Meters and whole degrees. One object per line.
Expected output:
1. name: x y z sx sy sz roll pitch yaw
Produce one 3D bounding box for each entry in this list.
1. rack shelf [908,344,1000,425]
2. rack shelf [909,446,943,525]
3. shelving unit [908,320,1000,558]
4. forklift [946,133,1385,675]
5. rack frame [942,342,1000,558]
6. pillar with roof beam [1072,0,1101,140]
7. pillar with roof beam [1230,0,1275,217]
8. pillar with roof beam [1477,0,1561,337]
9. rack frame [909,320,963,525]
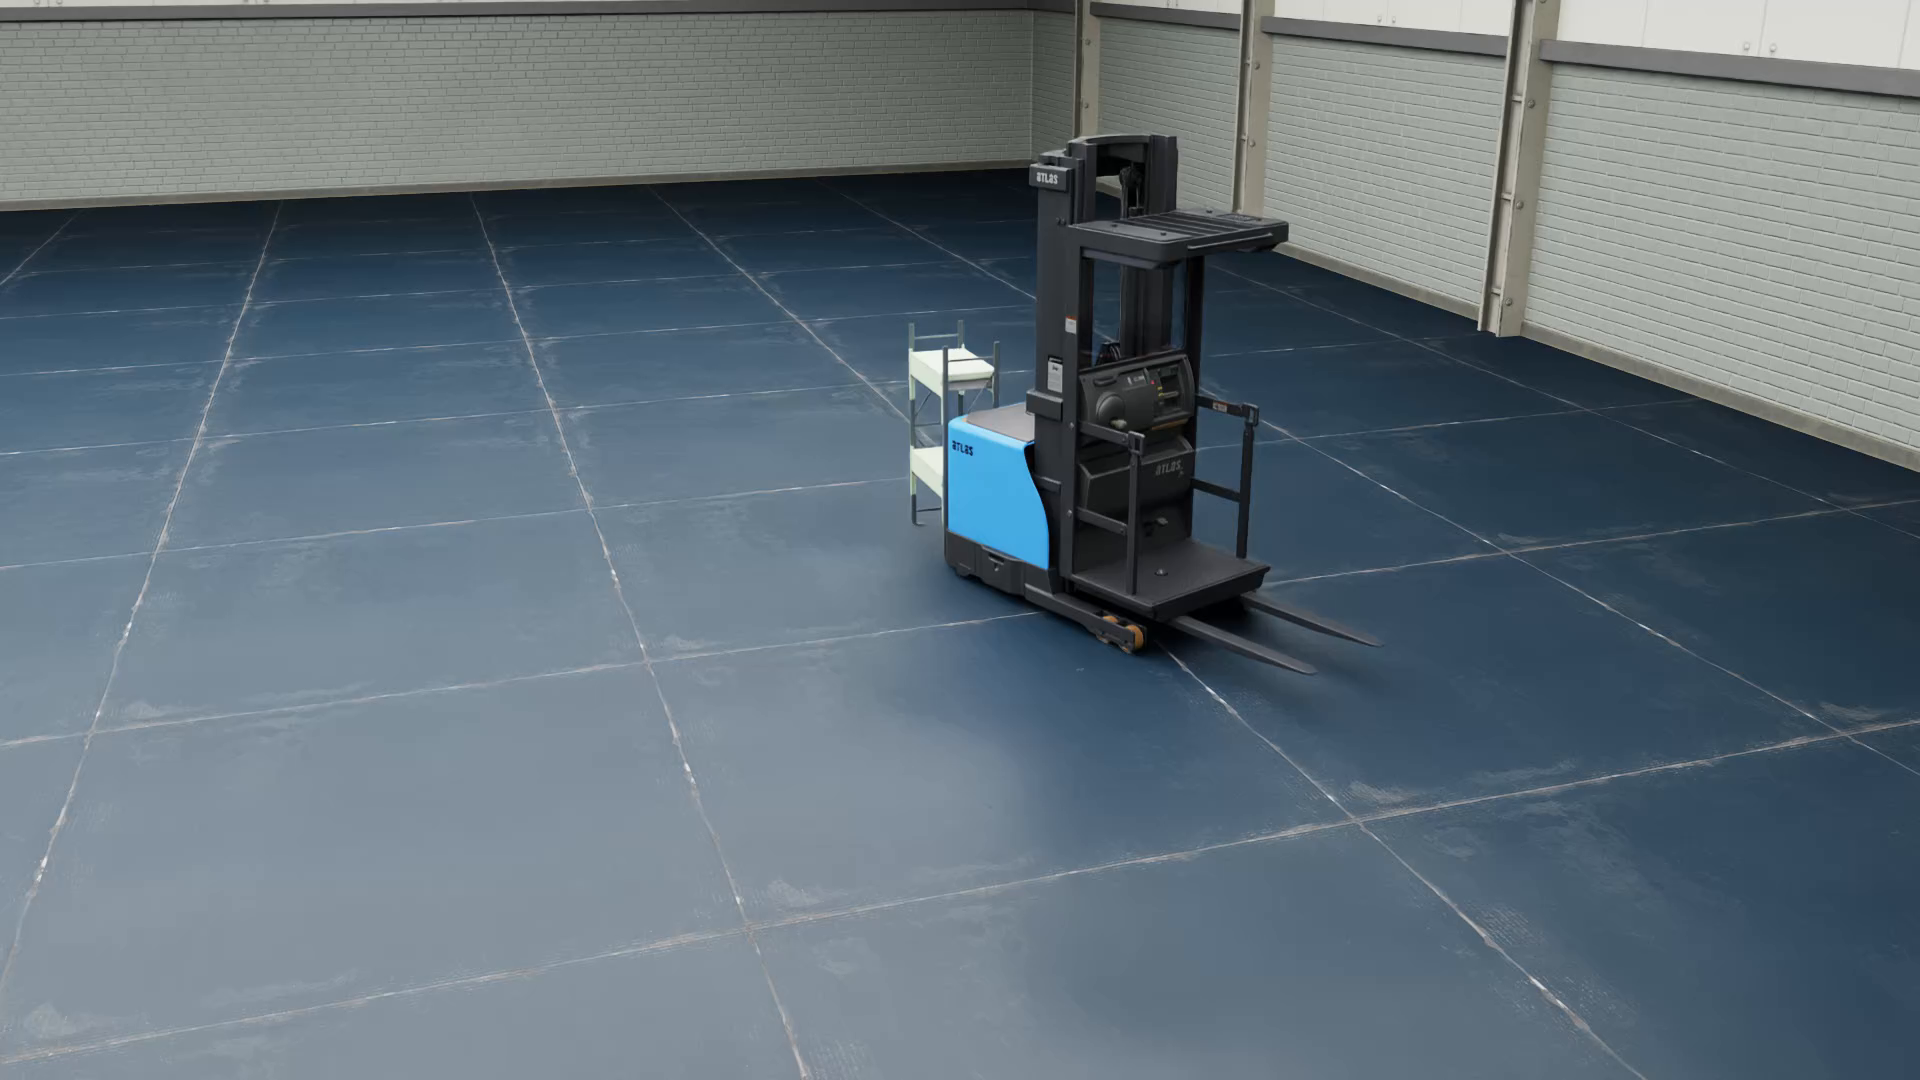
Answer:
1. rack shelf: -0.047 -1.089 11.576 0.431 0.370 0.720 -7 21 -18
2. rack shelf: -0.047 -0.415 11.819 0.431 0.370 0.720 -7 21 -18
3. shelving unit: -0.047 -0.722 11.708 0.431 1.500 0.755 -7 21 -18
4. forklift: 1.232 -0.892 10.063 1.130 2.935 3.031 -16 25 -37
5. rack frame: 0.075 -0.606 11.384 0.400 1.500 0.023 -7 21 -18
6. pillar with roof beam: -1.931 -9.908 26.190 9.100 9.000 0.400 -6 21 -17
7. pillar with roof beam: -0.046 -7.983 20.829 9.100 9.000 0.400 -6 21 -17
8. pillar with roof beam: 1.840 -6.057 15.468 9.100 9.000 0.400 -6 21 -17
9. rack frame: -0.169 -0.839 12.033 0.400 1.500 0.023 -7 21 -18
